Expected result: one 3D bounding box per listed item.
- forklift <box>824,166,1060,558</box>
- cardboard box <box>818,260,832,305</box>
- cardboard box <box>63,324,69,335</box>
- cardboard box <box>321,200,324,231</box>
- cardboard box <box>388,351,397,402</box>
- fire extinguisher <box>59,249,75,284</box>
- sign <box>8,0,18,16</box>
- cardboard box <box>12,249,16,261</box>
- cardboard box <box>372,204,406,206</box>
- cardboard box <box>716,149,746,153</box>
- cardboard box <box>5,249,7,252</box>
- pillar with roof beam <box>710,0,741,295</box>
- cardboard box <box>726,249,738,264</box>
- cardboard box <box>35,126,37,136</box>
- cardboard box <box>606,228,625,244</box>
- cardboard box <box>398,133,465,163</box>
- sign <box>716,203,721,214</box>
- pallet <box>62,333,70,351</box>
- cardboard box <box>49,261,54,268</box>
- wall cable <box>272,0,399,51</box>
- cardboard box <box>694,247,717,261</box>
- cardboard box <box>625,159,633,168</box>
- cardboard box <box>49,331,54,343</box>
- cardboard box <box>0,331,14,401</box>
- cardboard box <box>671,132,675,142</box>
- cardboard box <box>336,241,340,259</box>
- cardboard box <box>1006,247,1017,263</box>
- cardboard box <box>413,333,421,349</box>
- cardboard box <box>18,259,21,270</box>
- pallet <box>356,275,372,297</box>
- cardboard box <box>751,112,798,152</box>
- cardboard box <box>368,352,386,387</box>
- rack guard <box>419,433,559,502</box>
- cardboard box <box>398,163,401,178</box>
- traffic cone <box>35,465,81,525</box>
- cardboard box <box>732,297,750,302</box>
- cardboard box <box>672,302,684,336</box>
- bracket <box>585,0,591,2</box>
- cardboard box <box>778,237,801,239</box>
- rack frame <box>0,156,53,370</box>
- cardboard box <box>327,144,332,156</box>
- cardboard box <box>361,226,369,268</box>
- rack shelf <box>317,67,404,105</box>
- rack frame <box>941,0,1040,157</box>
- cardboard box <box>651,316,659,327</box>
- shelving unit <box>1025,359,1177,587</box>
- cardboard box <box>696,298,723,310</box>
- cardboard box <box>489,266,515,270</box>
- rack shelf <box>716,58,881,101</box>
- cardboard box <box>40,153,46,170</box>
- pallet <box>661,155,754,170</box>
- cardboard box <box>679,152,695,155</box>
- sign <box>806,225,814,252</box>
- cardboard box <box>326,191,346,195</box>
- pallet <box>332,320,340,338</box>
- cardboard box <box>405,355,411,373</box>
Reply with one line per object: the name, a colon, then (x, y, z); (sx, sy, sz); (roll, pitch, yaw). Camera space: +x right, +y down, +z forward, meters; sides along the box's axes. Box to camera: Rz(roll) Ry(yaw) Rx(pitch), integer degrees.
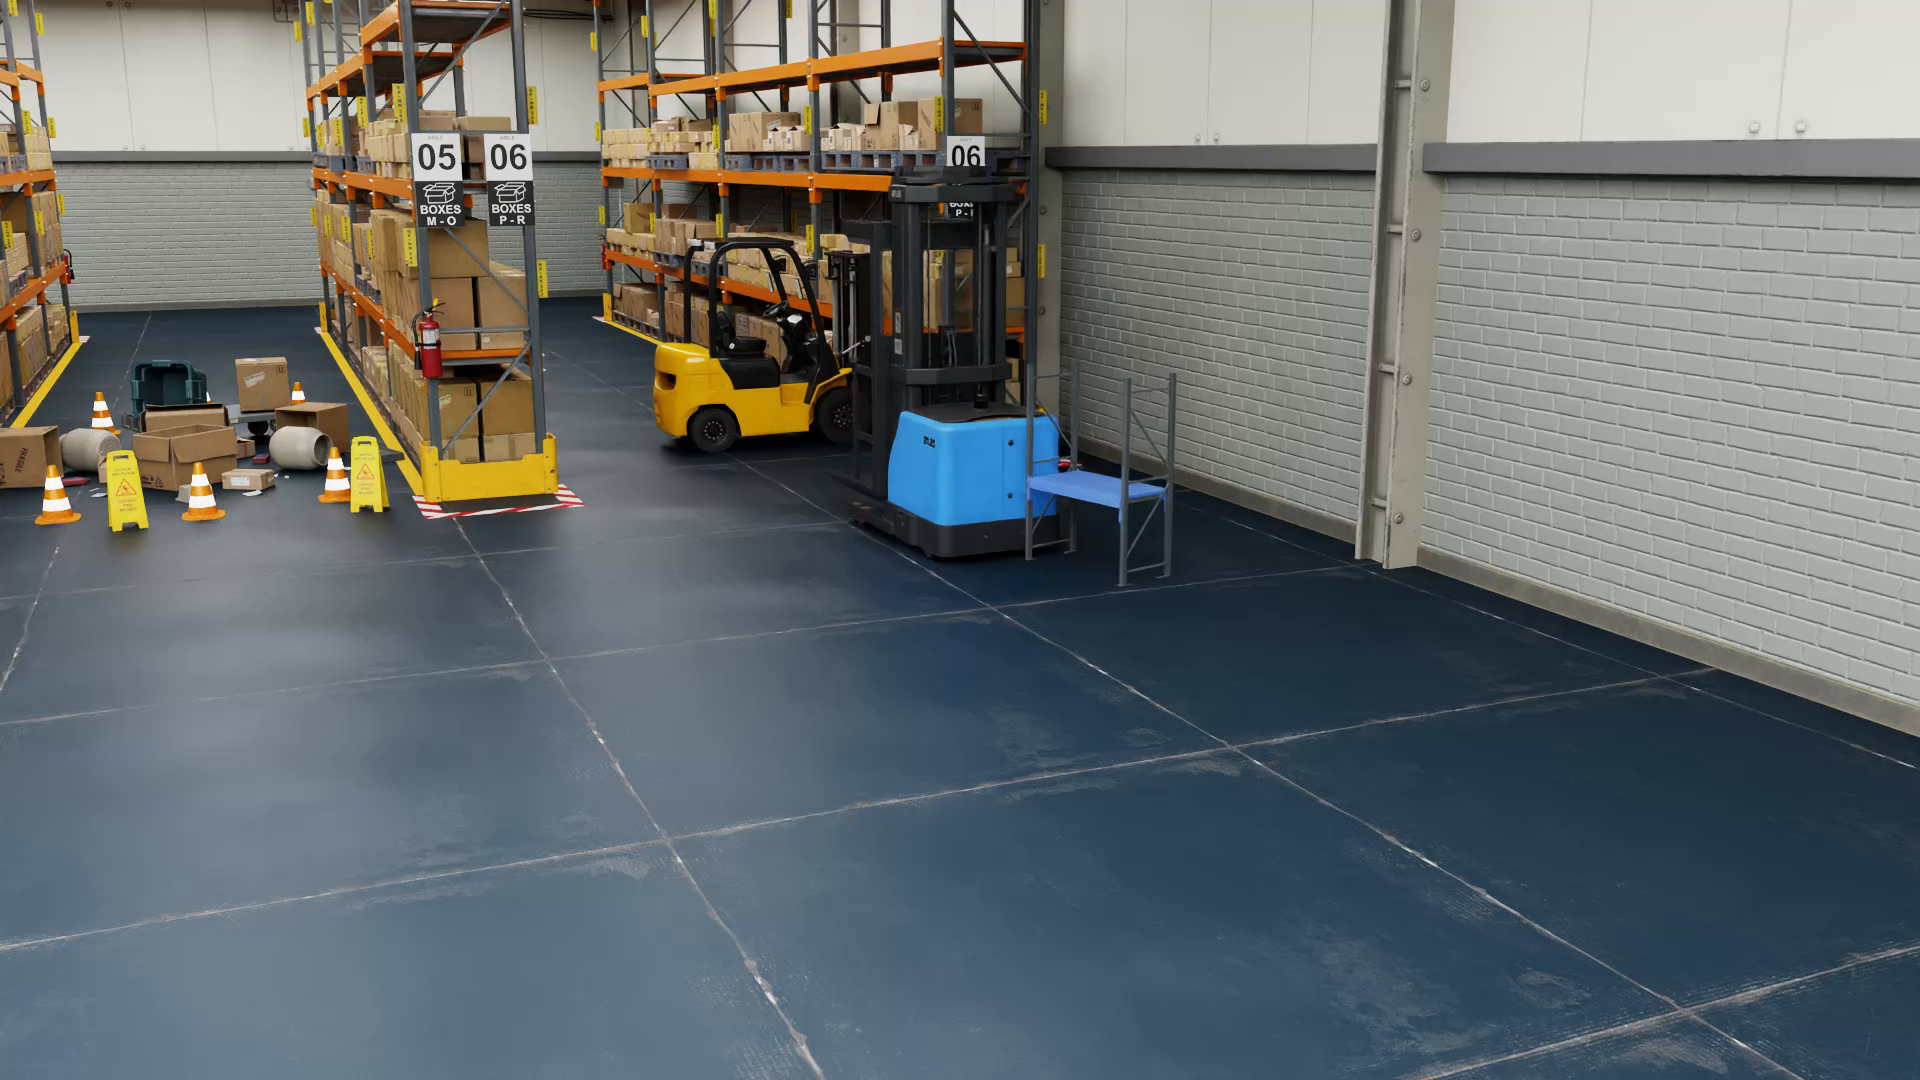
forklift: (-0.305, -1.581, 13.700); (1.130, 2.935, 3.031); (-6, 14, -24)
cardboard box: (-1.363, -3.073, 19.772); (0.500, 0.500, 0.500); (-6, 14, -25)
cardboard box: (-14.552, -3.383, 26.727); (0.380, 0.149, 0.250); (-5, 14, -21)
cardboard box: (-10.096, -5.266, 27.030); (0.500, 0.500, 0.500); (-6, 14, -23)
cardboard box: (-5.859, -1.774, 17.887); (0.500, 0.500, 0.500); (-5, 14, -20)
fire extinguisher: (-14.828, -4.576, 27.487); (0.296, 0.674, 0.183); (-6, 14, -23)
sign: (-13.042, -7.381, 22.883); (0.100, 0.325, 0.005); (-6, 14, -23)
cardboard box: (-12.584, -3.715, 21.736); (0.380, 0.149, 0.250); (-5, 14, -21)
cardboard box: (-8.430, -4.703, 24.599); (0.500, 0.500, 0.500); (-5, 14, -22)
cardboard box: (-3.266, -5.600, 23.709); (0.380, 0.149, 0.250); (-5, 14, -22)
cardboard box: (-12.263, -3.695, 20.988); (0.380, 0.149, 0.250); (-6, 14, -25)
pillar with roof beam: (-7.904, -7.551, 26.040); (9.100, 9.000, 0.400); (-6, 14, -23)
cardboard box: (-2.973, -4.020, 23.312); (0.500, 0.250, 0.500); (-6, 14, -23)
cardboard box: (-14.264, -6.218, 25.271); (0.380, 0.149, 0.250); (-5, 14, -22)
cardboard box: (-6.173, -5.572, 30.467); (0.500, 0.250, 0.500); (-6, 14, -23)
cardboard box: (-4.698, -3.478, 14.767); (0.500, 0.250, 0.500); (-6, 14, -24)
sign: (-3.999, -5.407, 27.512); (0.100, 0.325, 0.005); (-6, 14, -23)
pallet: (-14.827, -3.156, 26.539); (1.003, 0.211, 1.213); (-6, 14, -23)
cardboard box: (-14.379, -4.324, 25.959); (0.380, 0.149, 0.250); (-6, 14, -25)
wall cable: (-12.501, -9.309, 33.636); (2.355, 3.000, 0.029); (-6, 14, -23)
cardboard box: (-3.623, -4.286, 24.637); (0.500, 0.250, 0.500); (-6, 14, -26)
cardboard box: (-5.564, -6.494, 28.682); (0.380, 0.149, 0.250); (-5, 14, -22)
cardboard box: (-13.400, -2.939, 24.150); (0.380, 0.149, 0.250); (-5, 14, -20)
cardboard box: (-11.784, -2.023, 19.518); (1.050, 0.750, 0.750); (-6, 14, -24)
cardboard box: (-4.209, -6.168, 25.460); (0.380, 0.149, 0.250); (-6, 14, -23)
cardboard box: (-8.722, -4.185, 24.025); (0.500, 0.250, 0.500); (-5, 14, -22)
cardboard box: (0.362, -2.911, 16.976); (0.380, 0.149, 0.250); (-6, 14, -24)
cardboard box: (-4.795, -1.842, 15.232); (0.380, 0.149, 0.250); (-6, 14, -24)
cardboard box: (-12.788, -3.679, 22.239); (0.380, 0.149, 0.250); (-6, 14, -25)
pallet: (-7.067, -3.286, 21.339); (1.213, 0.211, 1.003); (-6, 14, -23)
cardboard box: (-2.429, -5.347, 21.794); (0.500, 0.500, 0.500); (-5, 14, -22)
cardboard box: (-6.930, -2.172, 20.997); (0.950, 0.372, 0.625); (-6, 14, -24)
rack guard: (-4.276, -0.662, 15.120); (1.175, 0.500, 0.348); (-6, 14, -23)
cardboard box: (-5.132, -3.518, 15.824); (0.380, 0.149, 0.250); (-6, 14, -25)
traffic cone: (-7.652, -0.398, 14.063); (0.336, 0.463, 0.334); (-6, 14, -23)
cardboard box: (-3.394, -3.667, 25.734); (0.380, 0.149, 0.250); (-6, 14, -23)
cardboard box: (-4.296, -3.550, 26.666); (0.500, 0.500, 0.500); (-6, 14, -24)
bracket: (-7.803, -11.477, 35.018); (0.235, 0.232, 0.430); (-6, 14, -23)
cardboard box: (-2.327, -3.927, 22.026); (0.380, 0.149, 0.250); (-6, 14, -23)
rack frame: (-13.548, -3.875, 23.461); (1.000, 3.000, 0.127); (-6, 14, -23)
cardboard box: (-8.866, -5.602, 23.857); (0.380, 0.166, 0.250); (-7, 15, -27)
cardboard box: (-7.048, -3.585, 20.394); (0.500, 0.500, 0.500); (-5, 14, -22)
rack shelf: (-8.251, -6.307, 23.147); (1.077, 0.370, 4.000); (-6, 14, -23)
rack frame: (0.301, -5.236, 16.035); (1.000, 3.000, 0.127); (-6, 14, -23)
cardboard box: (-4.998, -3.696, 28.080); (0.380, 0.149, 0.250); (-6, 14, -25)
shelving unit: (1.023, -0.518, 12.280); (0.538, 1.500, 1.048); (-10, 17, -38)
cardboard box: (-3.839, -3.624, 25.550); (0.380, 0.149, 0.250); (-6, 14, -26)
cardboard box: (-4.597, -2.392, 16.172); (0.500, 0.500, 0.500); (-6, 14, -24)
rack shelf: (-2.103, -5.930, 21.517); (1.077, 0.370, 4.000); (-6, 14, -23)
cardboard box: (-14.097, -5.703, 25.040); (0.500, 0.250, 0.500); (-5, 14, -20)
pallet: (-3.891, -5.807, 25.572); (1.213, 0.211, 1.003); (-6, 14, -23)
cardboard box: (-4.448, -6.456, 27.631); (0.500, 0.250, 0.500); (-6, 14, -24)
sign: (-1.795, -3.614, 19.940); (0.100, 0.325, 0.005); (-6, 14, -23)
cardboard box: (-9.922, -5.500, 26.602); (0.380, 0.149, 0.250); (-6, 14, -24)
pallet: (-10.263, -3.653, 28.684); (1.003, 0.211, 1.213); (-6, 14, -23)
cardboard box: (-5.216, -1.729, 16.252); (0.380, 0.149, 0.250); (-5, 14, -21)
